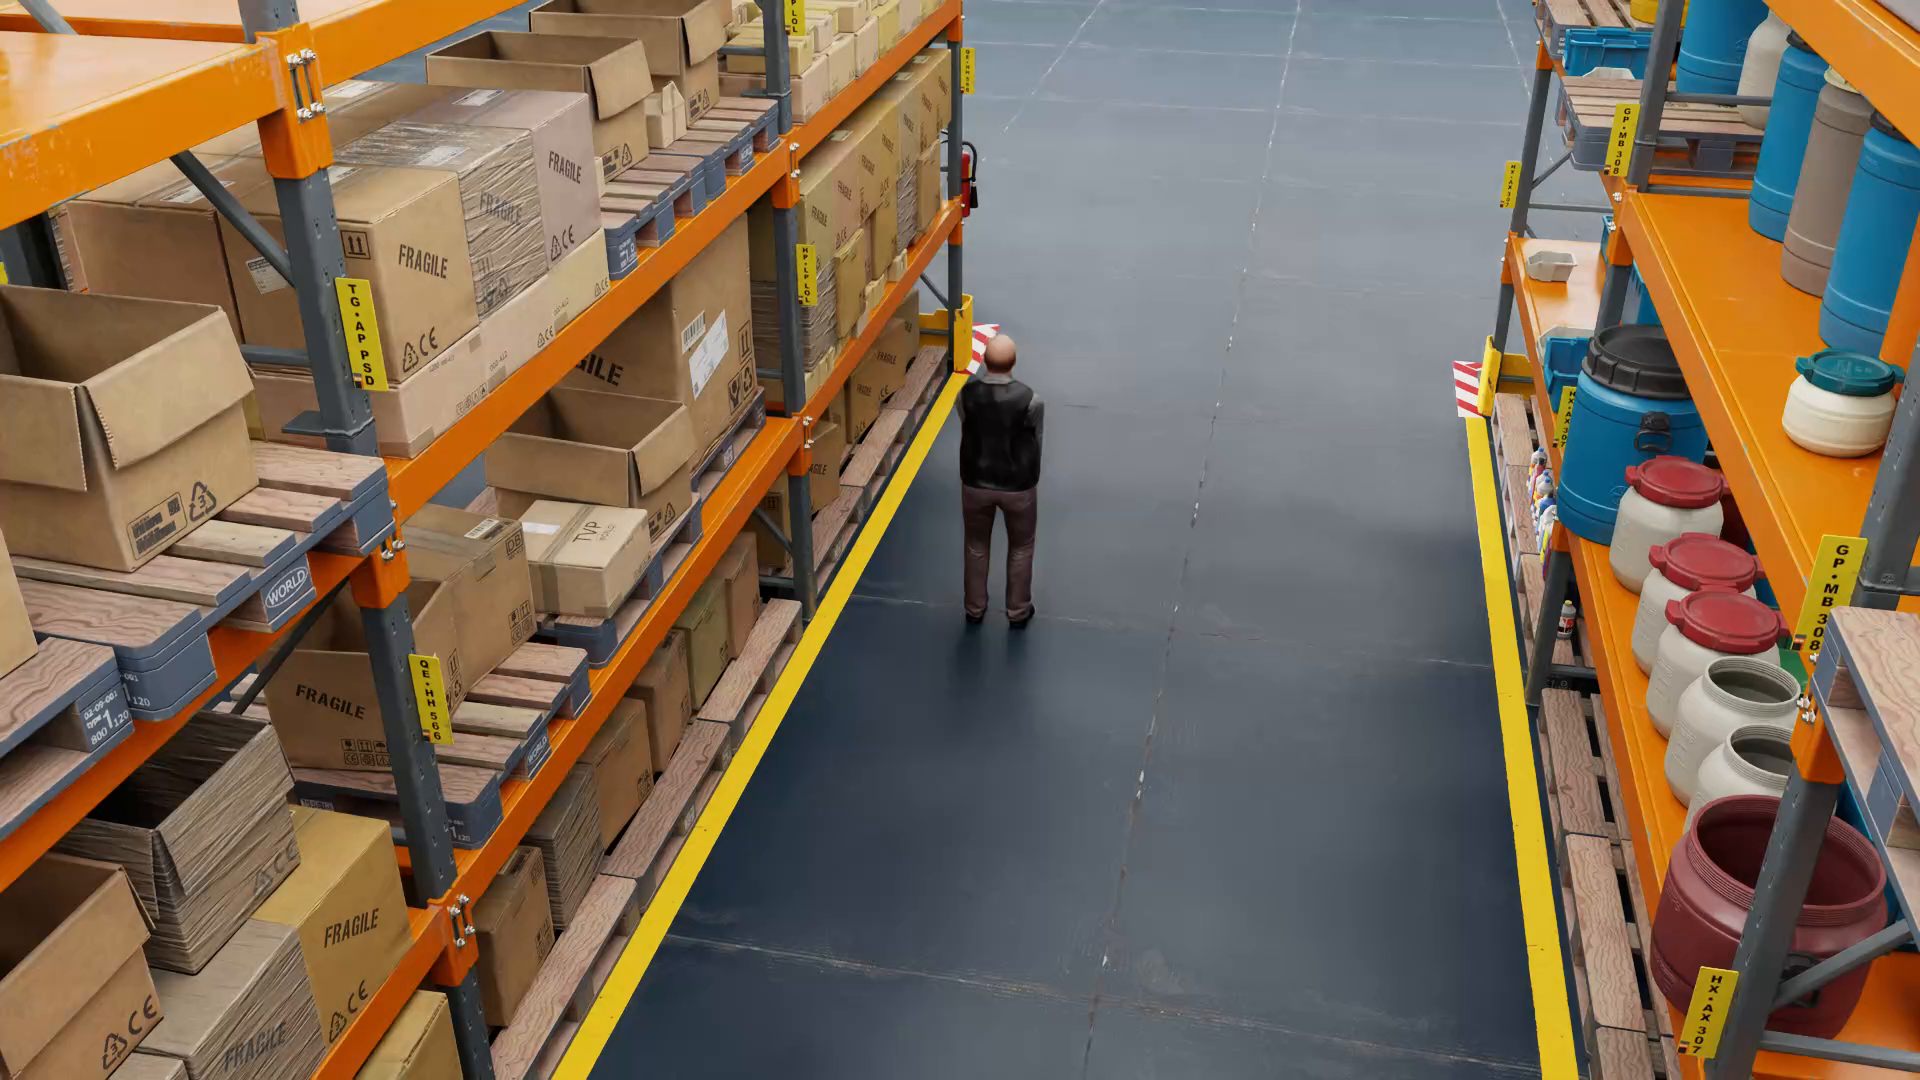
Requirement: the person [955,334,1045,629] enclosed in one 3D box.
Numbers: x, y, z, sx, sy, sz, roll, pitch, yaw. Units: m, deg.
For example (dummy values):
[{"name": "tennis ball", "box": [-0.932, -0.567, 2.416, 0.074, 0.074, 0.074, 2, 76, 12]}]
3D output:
[{"name": "person", "box": [0.223, -0.348, 9.296, 0.490, 1.717, 0.571, 5, 29, 10]}]
